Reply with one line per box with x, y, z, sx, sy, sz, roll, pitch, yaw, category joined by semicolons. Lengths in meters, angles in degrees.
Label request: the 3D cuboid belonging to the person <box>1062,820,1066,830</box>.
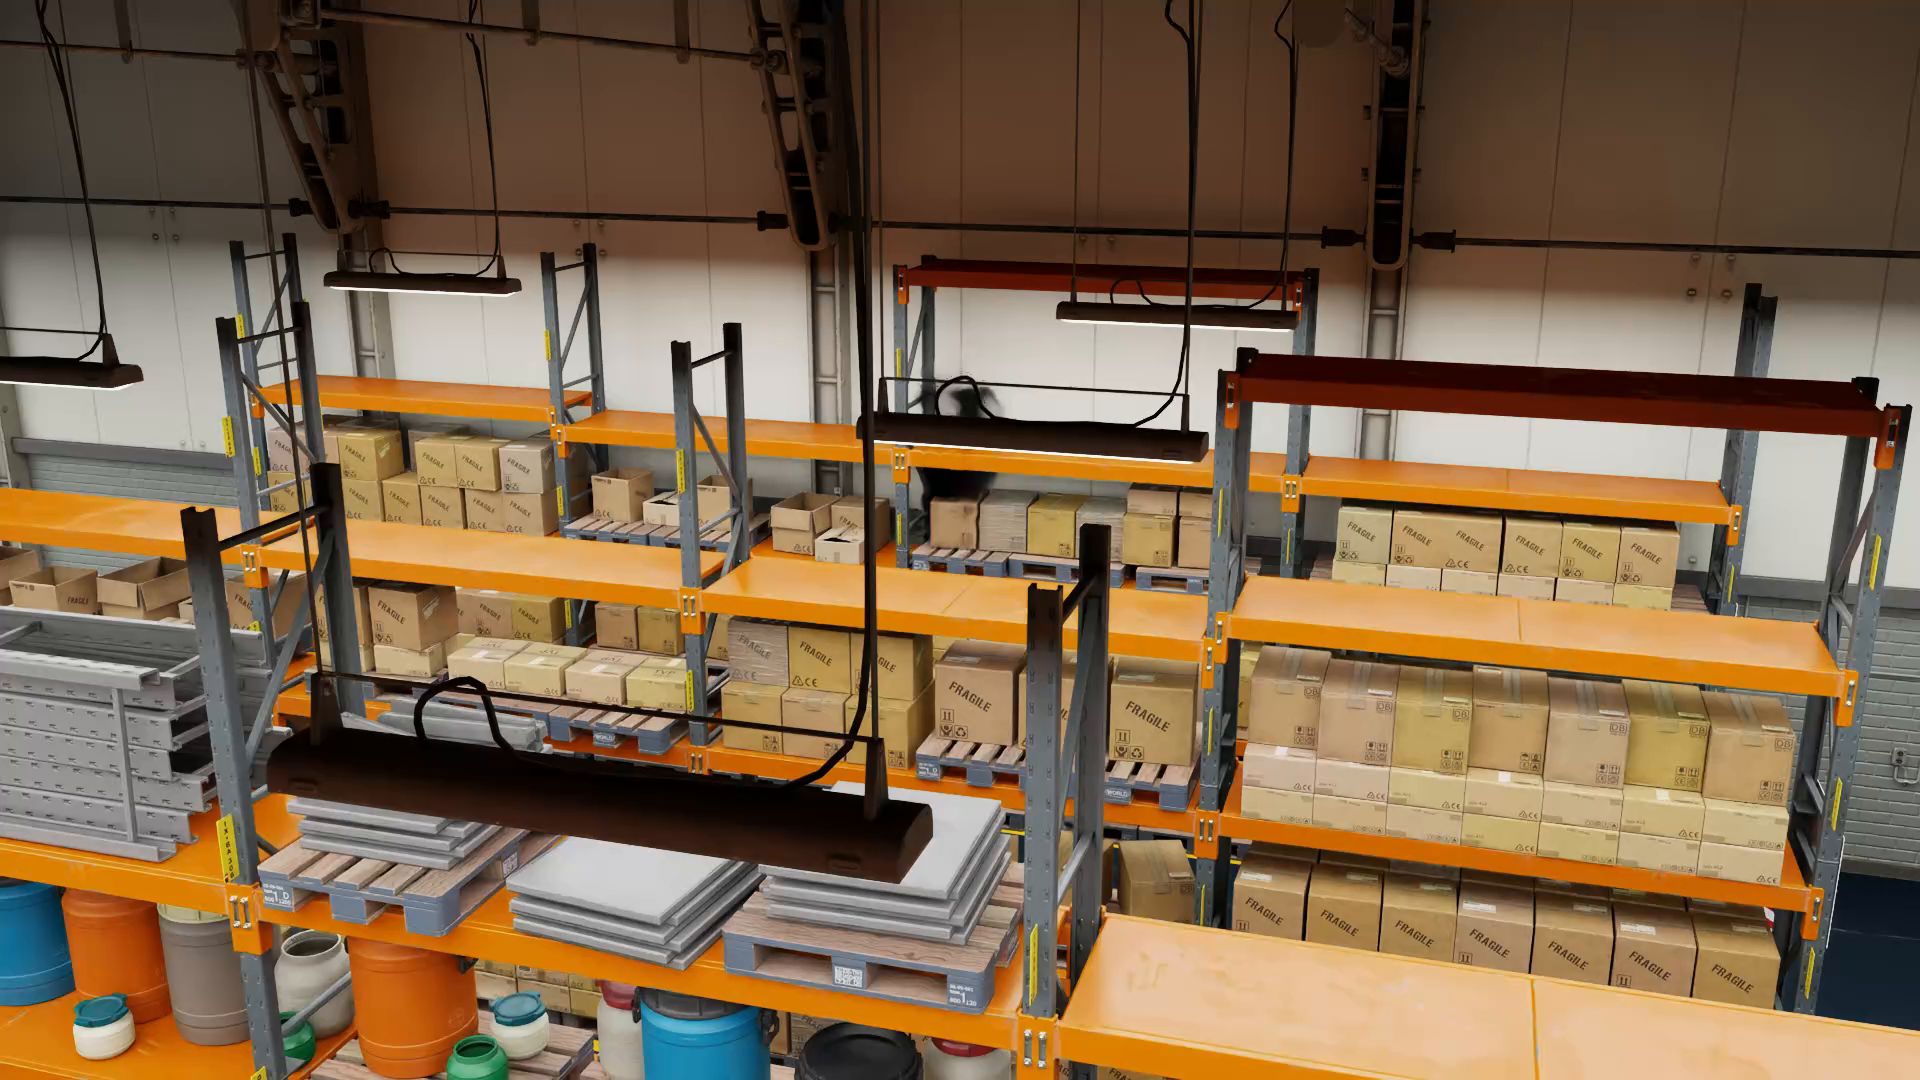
0.863;2.583;15.699;0.762;1.753;0.575;4;17;15;person
